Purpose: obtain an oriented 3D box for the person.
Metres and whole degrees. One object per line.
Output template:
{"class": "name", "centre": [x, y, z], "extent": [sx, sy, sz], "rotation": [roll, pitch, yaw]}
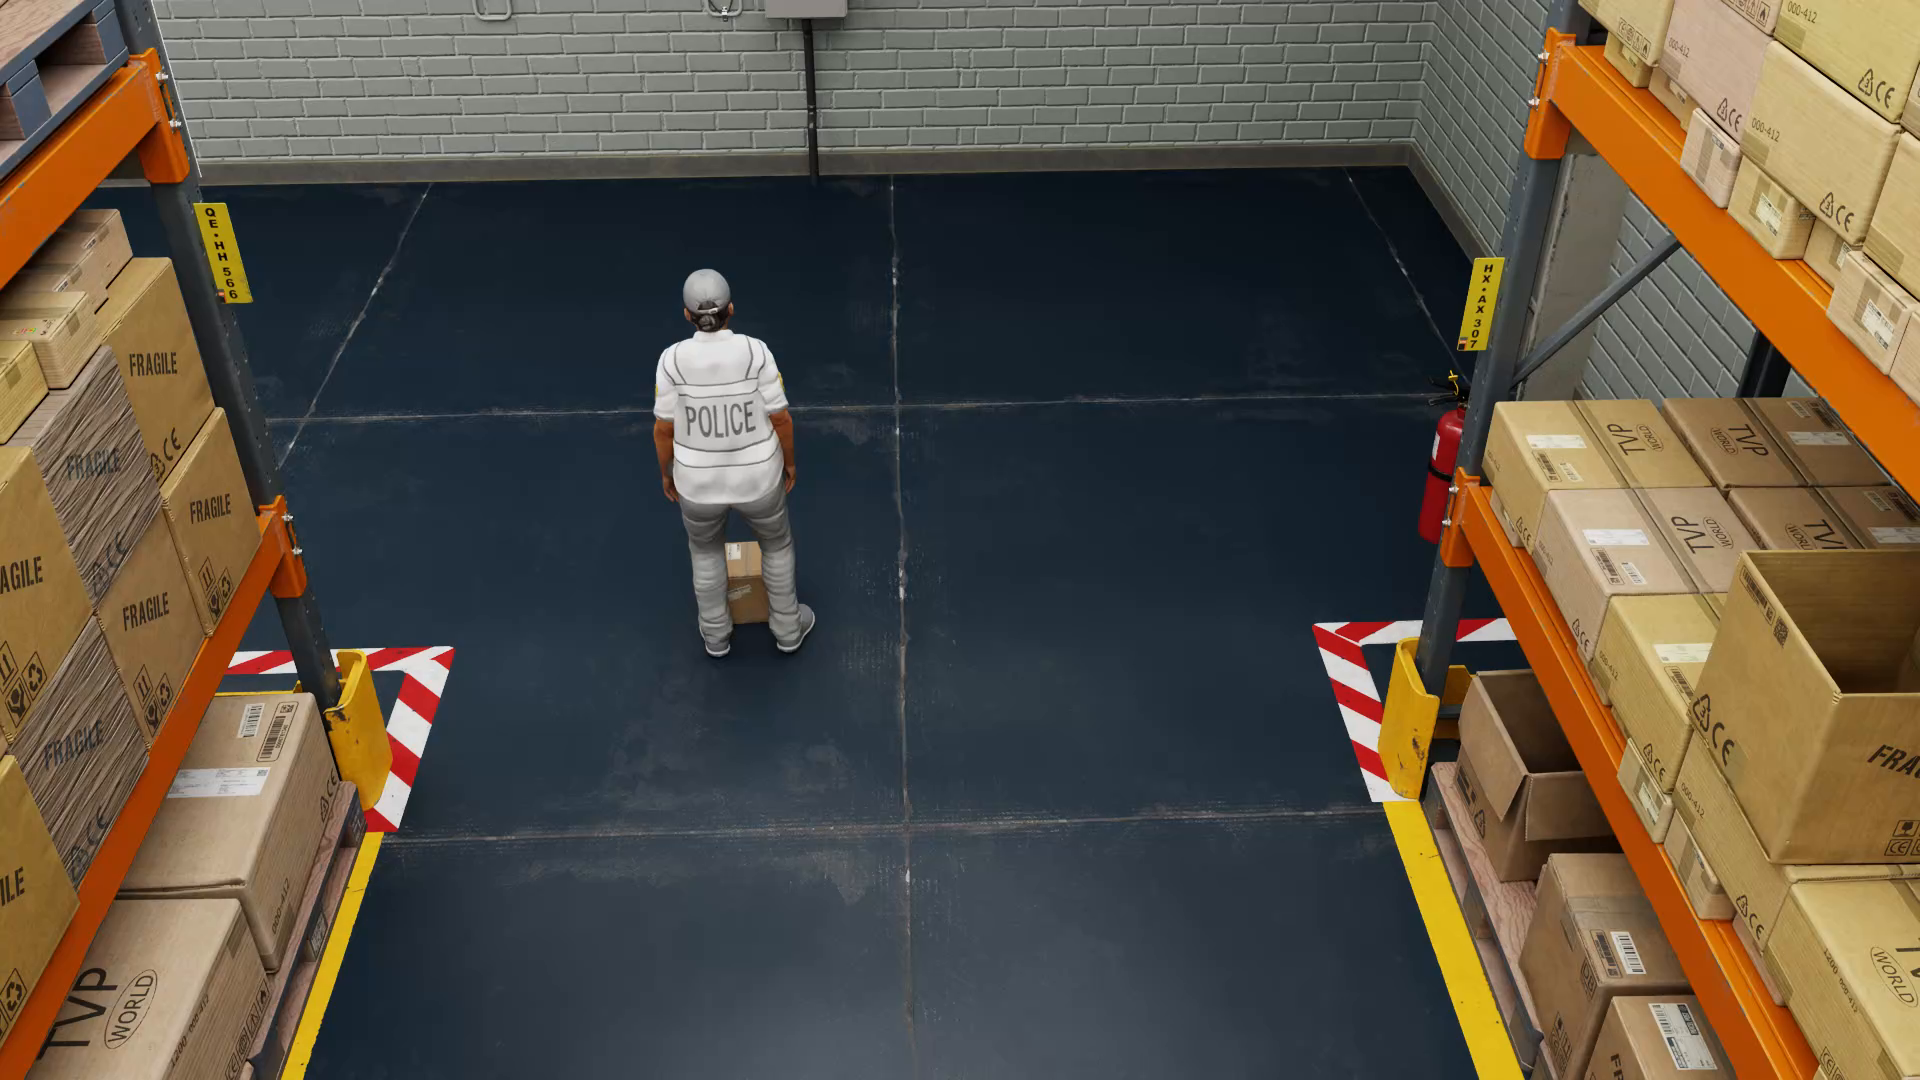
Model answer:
{"class": "person", "centre": [-0.891, -0.270, 6.519], "extent": [0.564, 1.667, 0.465], "rotation": [-3, 36, -5]}
